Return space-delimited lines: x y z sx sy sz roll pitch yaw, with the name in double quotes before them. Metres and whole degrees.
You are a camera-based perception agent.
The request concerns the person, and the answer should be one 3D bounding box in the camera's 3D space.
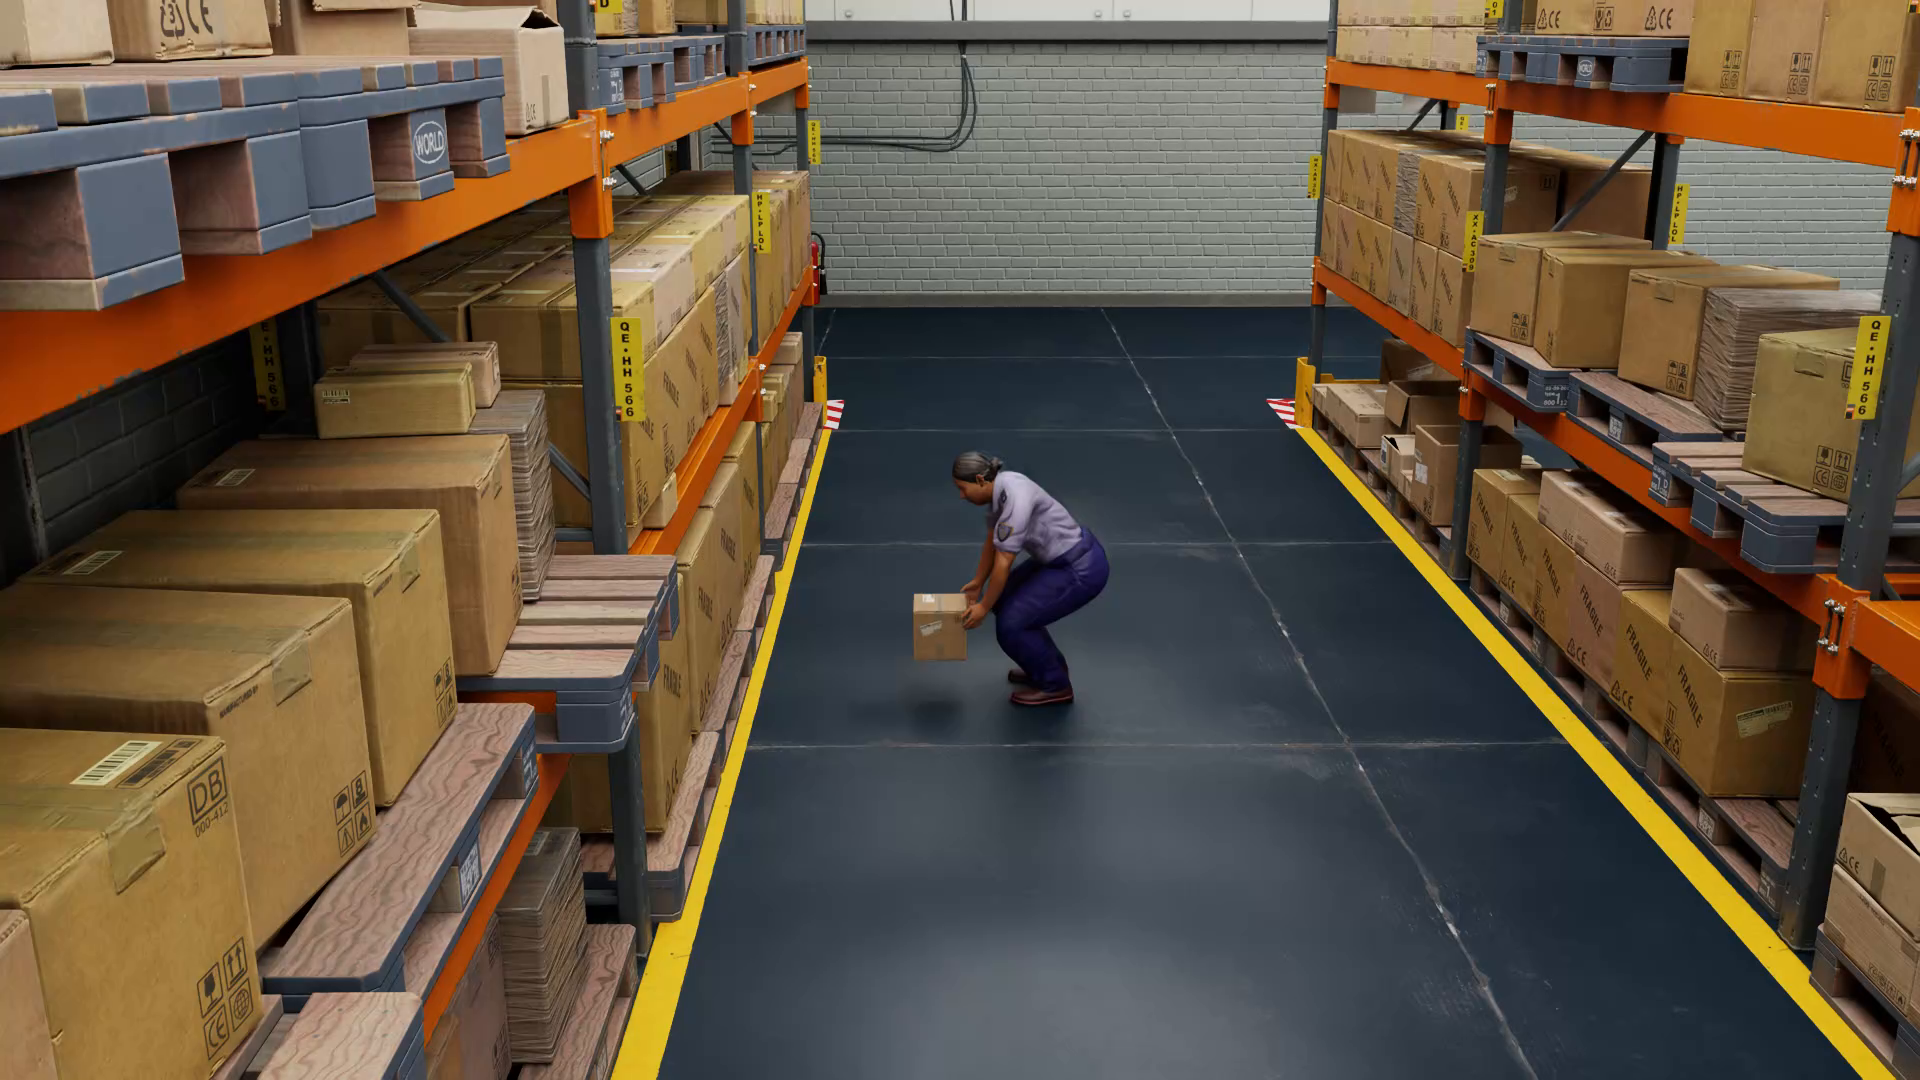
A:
"person" 0.299 0.164 7.808 0.675 1.202 0.541 0 17 -1
